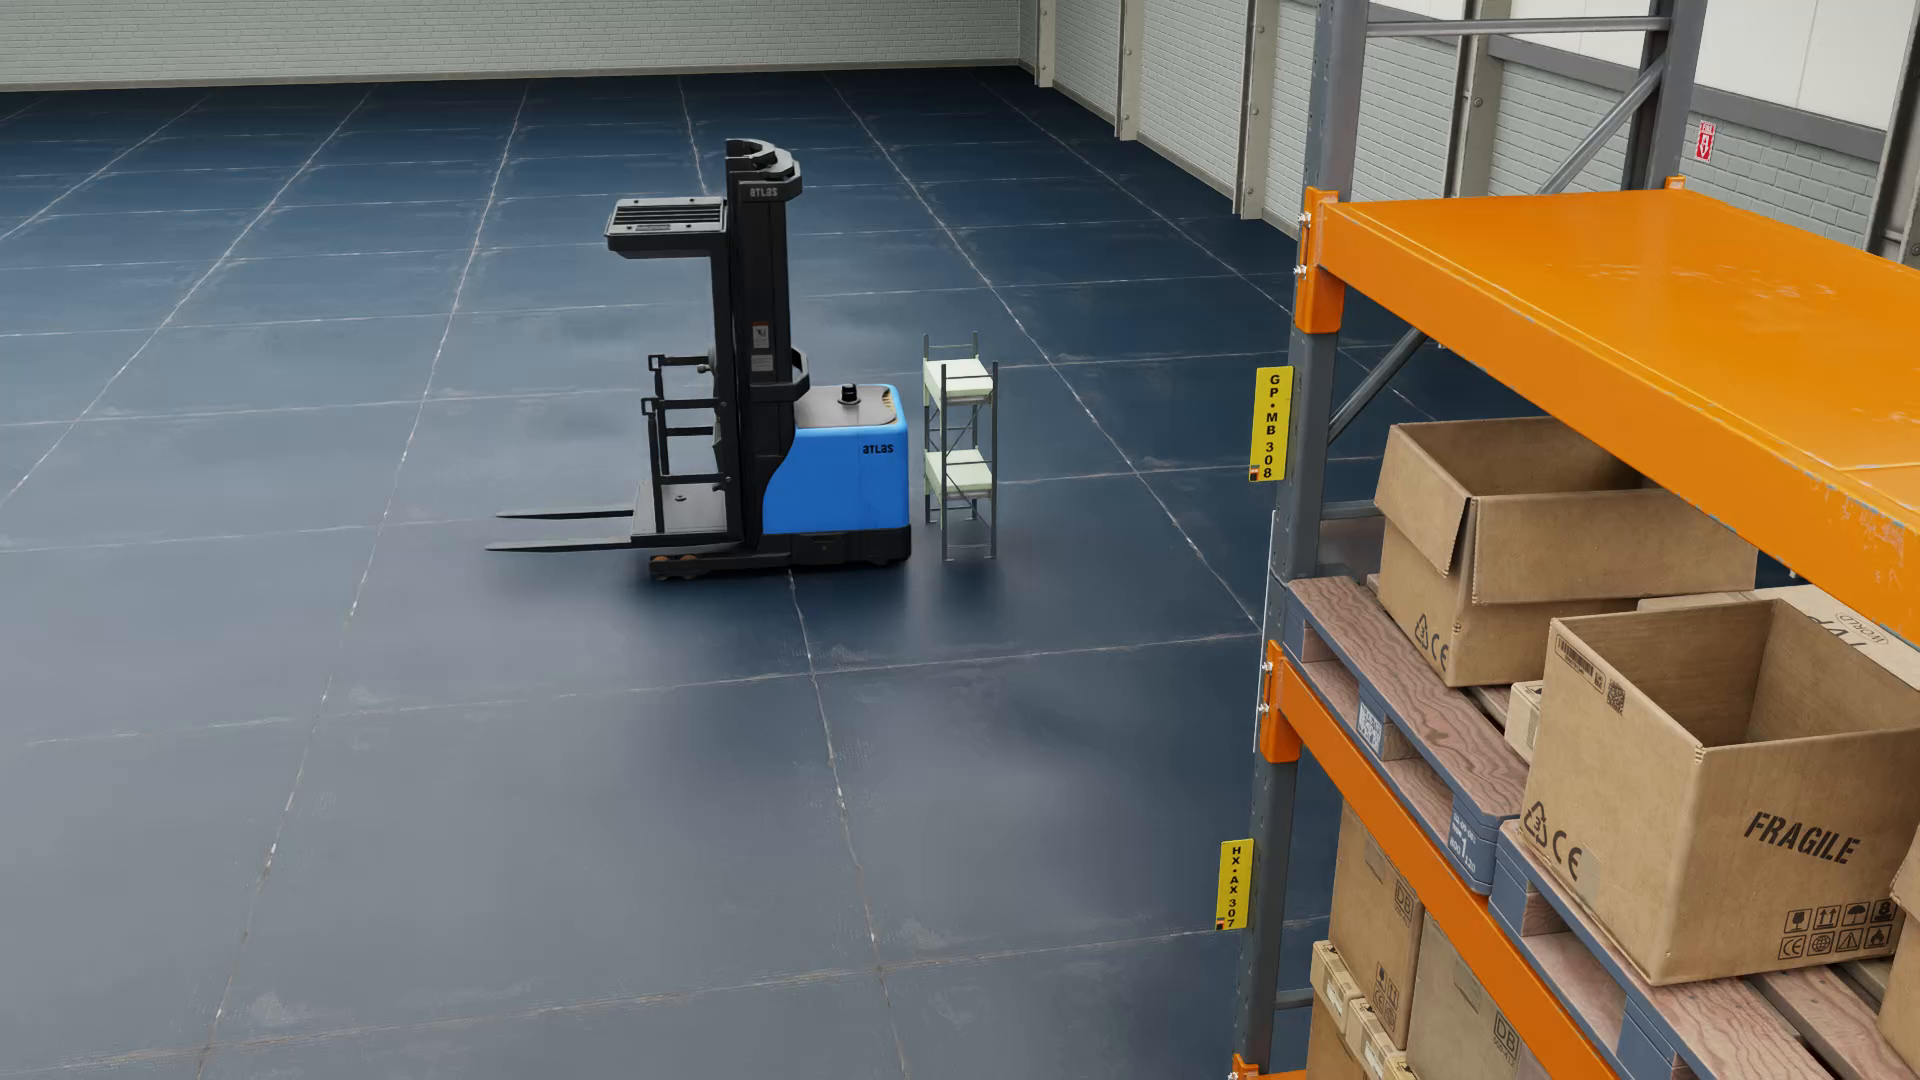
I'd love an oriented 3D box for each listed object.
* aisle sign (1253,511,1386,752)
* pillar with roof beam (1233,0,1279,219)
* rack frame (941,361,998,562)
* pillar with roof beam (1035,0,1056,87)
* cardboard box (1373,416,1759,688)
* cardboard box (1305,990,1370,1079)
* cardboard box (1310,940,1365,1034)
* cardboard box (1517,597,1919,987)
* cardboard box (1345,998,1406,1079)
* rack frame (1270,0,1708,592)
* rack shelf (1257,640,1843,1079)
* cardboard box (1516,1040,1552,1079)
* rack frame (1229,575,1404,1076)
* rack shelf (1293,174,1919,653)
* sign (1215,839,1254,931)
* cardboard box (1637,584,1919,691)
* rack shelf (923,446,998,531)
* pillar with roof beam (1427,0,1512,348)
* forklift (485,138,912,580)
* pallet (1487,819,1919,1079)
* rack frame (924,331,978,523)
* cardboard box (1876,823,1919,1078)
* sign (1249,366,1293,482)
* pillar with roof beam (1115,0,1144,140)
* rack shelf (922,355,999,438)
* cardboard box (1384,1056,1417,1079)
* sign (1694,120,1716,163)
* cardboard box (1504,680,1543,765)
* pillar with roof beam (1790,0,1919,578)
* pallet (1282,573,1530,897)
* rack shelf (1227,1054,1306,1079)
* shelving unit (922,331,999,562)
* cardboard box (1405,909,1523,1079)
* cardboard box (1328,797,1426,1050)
[{"bbox_3d":[1.079,0.264,4.892,0.394,0.787,0.004,-4,24,-10],"label":"aisle sign"},{"bbox_3d":[-0.320,-8.209,20.044,9.100,9.000,0.400,-4,24,-10],"label":"pillar with roof beam"},{"bbox_3d":[0.066,-0.546,11.869,0.400,1.500,0.023,-4,24,-10],"label":"rack frame"},{"bbox_3d":[-2.539,-12.929,30.851,9.100,9.000,0.400,-4,24,-10],"label":"pillar with roof beam"},{"bbox_3d":[1.494,0.007,4.153,0.797,0.503,0.637,-3,24,-6],"label":"cardboard box"},{"bbox_3d":[1.466,1.598,4.962,0.700,0.500,0.500,-4,24,-10],"label":"cardboard box"},{"bbox_3d":[1.253,1.286,4.865,0.380,0.149,0.250,-4,24,-10],"label":"cardboard box"},{"bbox_3d":[1.431,0.455,3.130,0.500,0.500,0.500,-4,24,-10],"label":"cardboard box"},{"bbox_3d":[1.305,1.390,4.628,0.380,0.149,0.250,-5,24,-11],"label":"cardboard box"},{"bbox_3d":[1.392,-1.290,4.204,1.000,3.000,0.127,-4,24,-10],"label":"rack frame"},{"bbox_3d":[1.762,1.201,3.147,1.077,0.370,4.000,-4,24,-10],"label":"rack shelf"},{"bbox_3d":[1.672,1.429,3.728,0.700,0.500,0.500,-4,24,-10],"label":"cardboard box"},{"bbox_3d":[1.392,1.459,5.405,1.000,3.000,0.127,-4,24,-10],"label":"rack frame"},{"bbox_3d":[1.762,0.009,2.627,1.077,0.370,4.000,-4,24,-10],"label":"rack shelf"},{"bbox_3d":[0.846,1.065,5.127,0.100,0.325,0.005,-4,24,-10],"label":"sign"},{"bbox_3d":[1.864,0.330,3.730,0.500,0.250,0.500,-4,24,-10],"label":"cardboard box"},{"bbox_3d":[-0.001,-0.391,12.329,0.431,0.370,0.720,-4,24,-10],"label":"rack shelf"},{"bbox_3d":[0.790,-5.849,14.641,9.100,9.000,0.400,-4,24,-10],"label":"pillar with roof beam"},{"bbox_3d":[-1.908,-1.281,11.763,3.031,2.935,1.130,-3,24,-6],"label":"forklift"},{"bbox_3d":[1.727,0.886,3.080,1.003,0.211,1.213,-4,24,-10],"label":"pallet"},{"bbox_3d":[-0.069,-0.834,12.528,0.400,1.500,0.023,-4,24,-10],"label":"rack frame"},{"bbox_3d":[1.951,0.697,2.574,0.797,0.503,0.637,-2,24,-4],"label":"cardboard box"},{"bbox_3d":[0.846,-0.314,4.525,0.100,0.325,0.005,-4,24,-10],"label":"sign"},{"bbox_3d":[-1.429,-10.569,25.448,9.100,9.000,0.400,-4,24,-10],"label":"pillar with roof beam"},{"bbox_3d":[-0.001,-1.048,12.042,0.431,0.370,0.720,-4,24,-10],"label":"rack shelf"},{"bbox_3d":[1.350,1.488,4.403,0.380,0.149,0.250,-4,24,-10],"label":"cardboard box"},{"bbox_3d":[5.807,-3.106,12.959,0.001,0.298,0.199,-4,24,-10],"label":"sign"},{"bbox_3d":[1.437,0.419,3.653,0.380,0.149,0.250,-4,24,-10],"label":"cardboard box"},{"bbox_3d":[1.899,-3.489,9.237,9.100,9.000,0.400,-4,24,-10],"label":"pillar with roof beam"},{"bbox_3d":[1.498,0.405,4.181,1.003,0.211,1.213,-4,24,-10],"label":"pallet"},{"bbox_3d":[1.762,2.575,3.747,1.077,0.370,4.000,-4,24,-10],"label":"rack shelf"},{"bbox_3d":[-0.001,-0.690,12.198,0.431,1.500,0.755,-4,24,-10],"label":"shelving unit"},{"bbox_3d":[1.578,1.230,4.182,0.700,0.500,0.500,-5,24,-11],"label":"cardboard box"},{"bbox_3d":[1.476,1.024,4.655,0.700,0.500,0.500,-4,24,-10],"label":"cardboard box"}]
